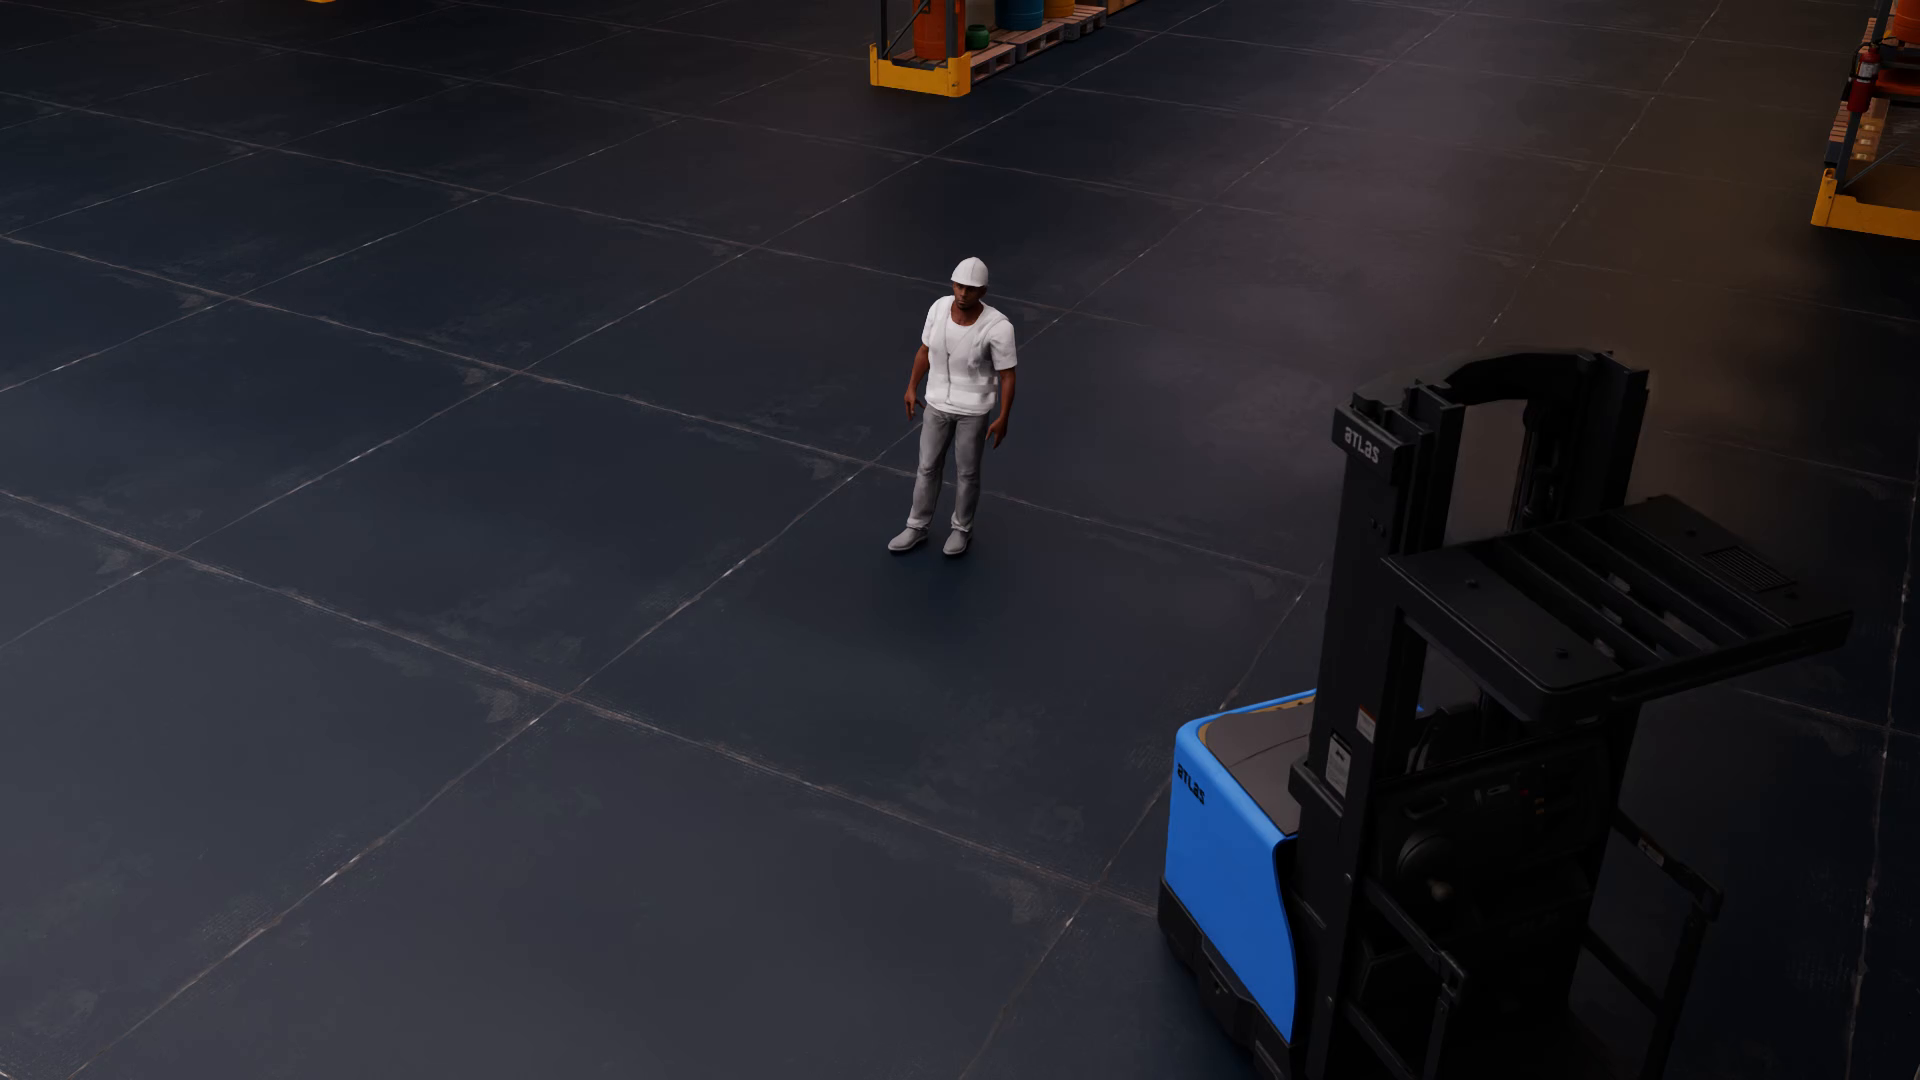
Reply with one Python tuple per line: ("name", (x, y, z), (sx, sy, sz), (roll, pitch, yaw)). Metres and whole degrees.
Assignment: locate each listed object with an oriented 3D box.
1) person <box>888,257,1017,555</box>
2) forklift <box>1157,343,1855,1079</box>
("person", (-0.039, -0.743, 9.508), (0.665, 1.765, 0.577), (15, 33, 25))
("forklift", (1.863, 0.979, 5.374), (1.130, 2.935, 3.031), (-12, 32, -19))
